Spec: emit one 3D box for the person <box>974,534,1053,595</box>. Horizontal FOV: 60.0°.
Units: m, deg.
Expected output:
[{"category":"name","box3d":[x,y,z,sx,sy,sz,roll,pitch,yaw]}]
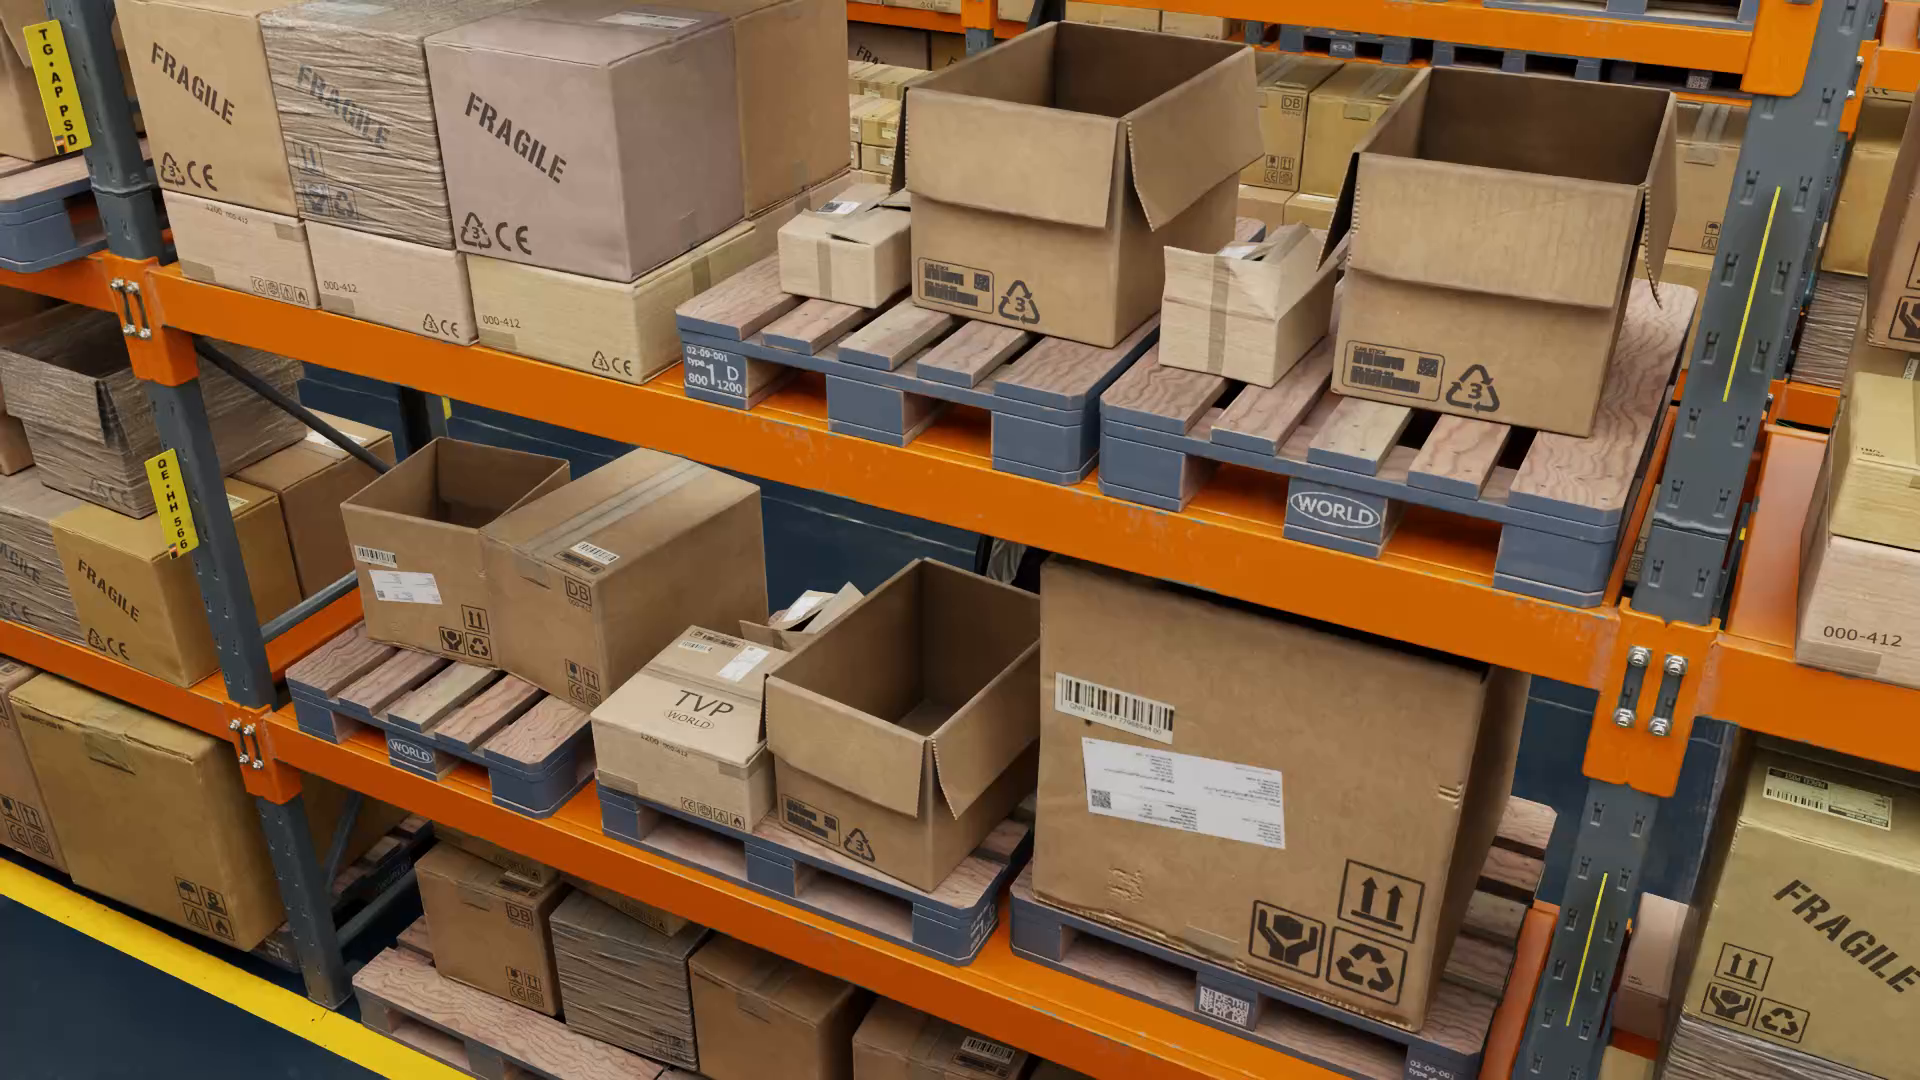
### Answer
[{"category":"person","box3d":[0.273,0.303,6.626,0.420,1.720,0.579,14,33,23]}]
